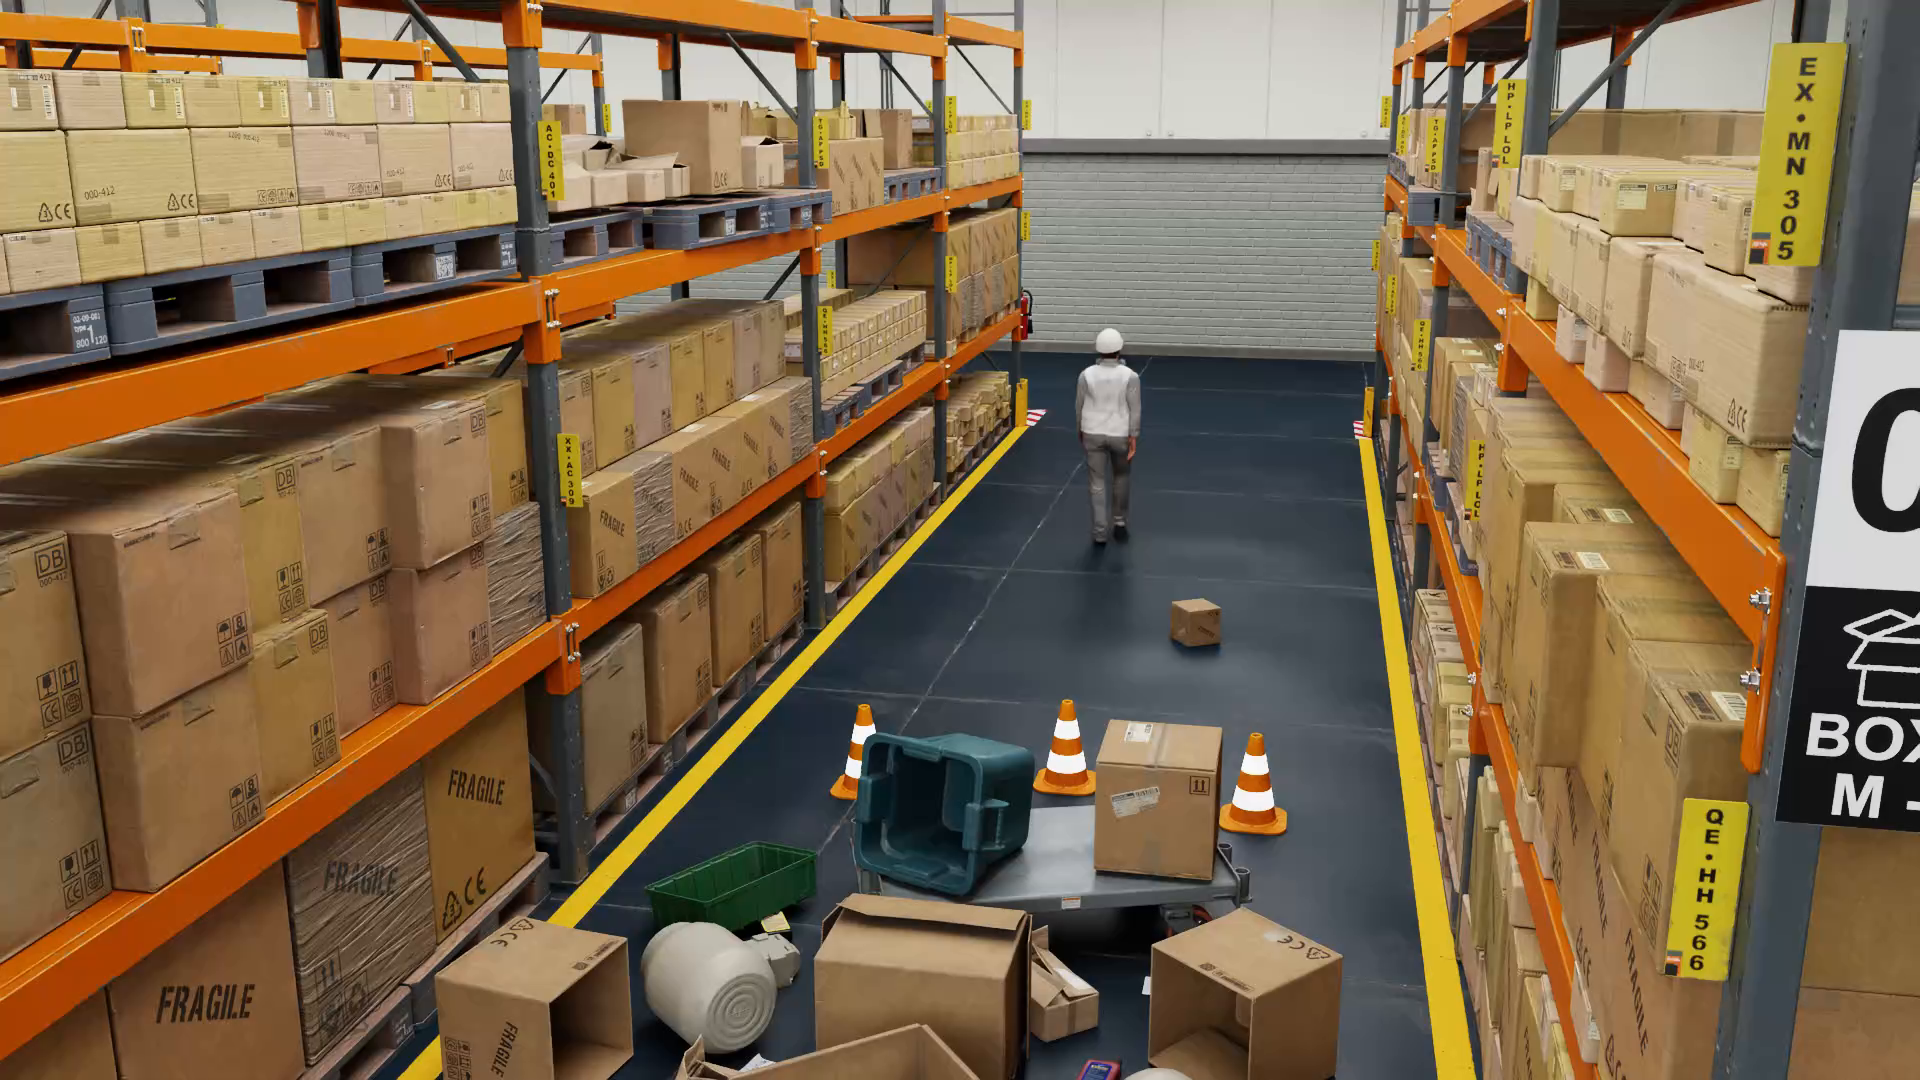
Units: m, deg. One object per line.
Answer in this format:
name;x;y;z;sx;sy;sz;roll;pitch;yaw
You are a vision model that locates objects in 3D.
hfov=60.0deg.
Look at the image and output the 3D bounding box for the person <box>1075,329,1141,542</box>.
person;1.230;-0.880;13.871;0.545;1.800;0.758;1;15;5
